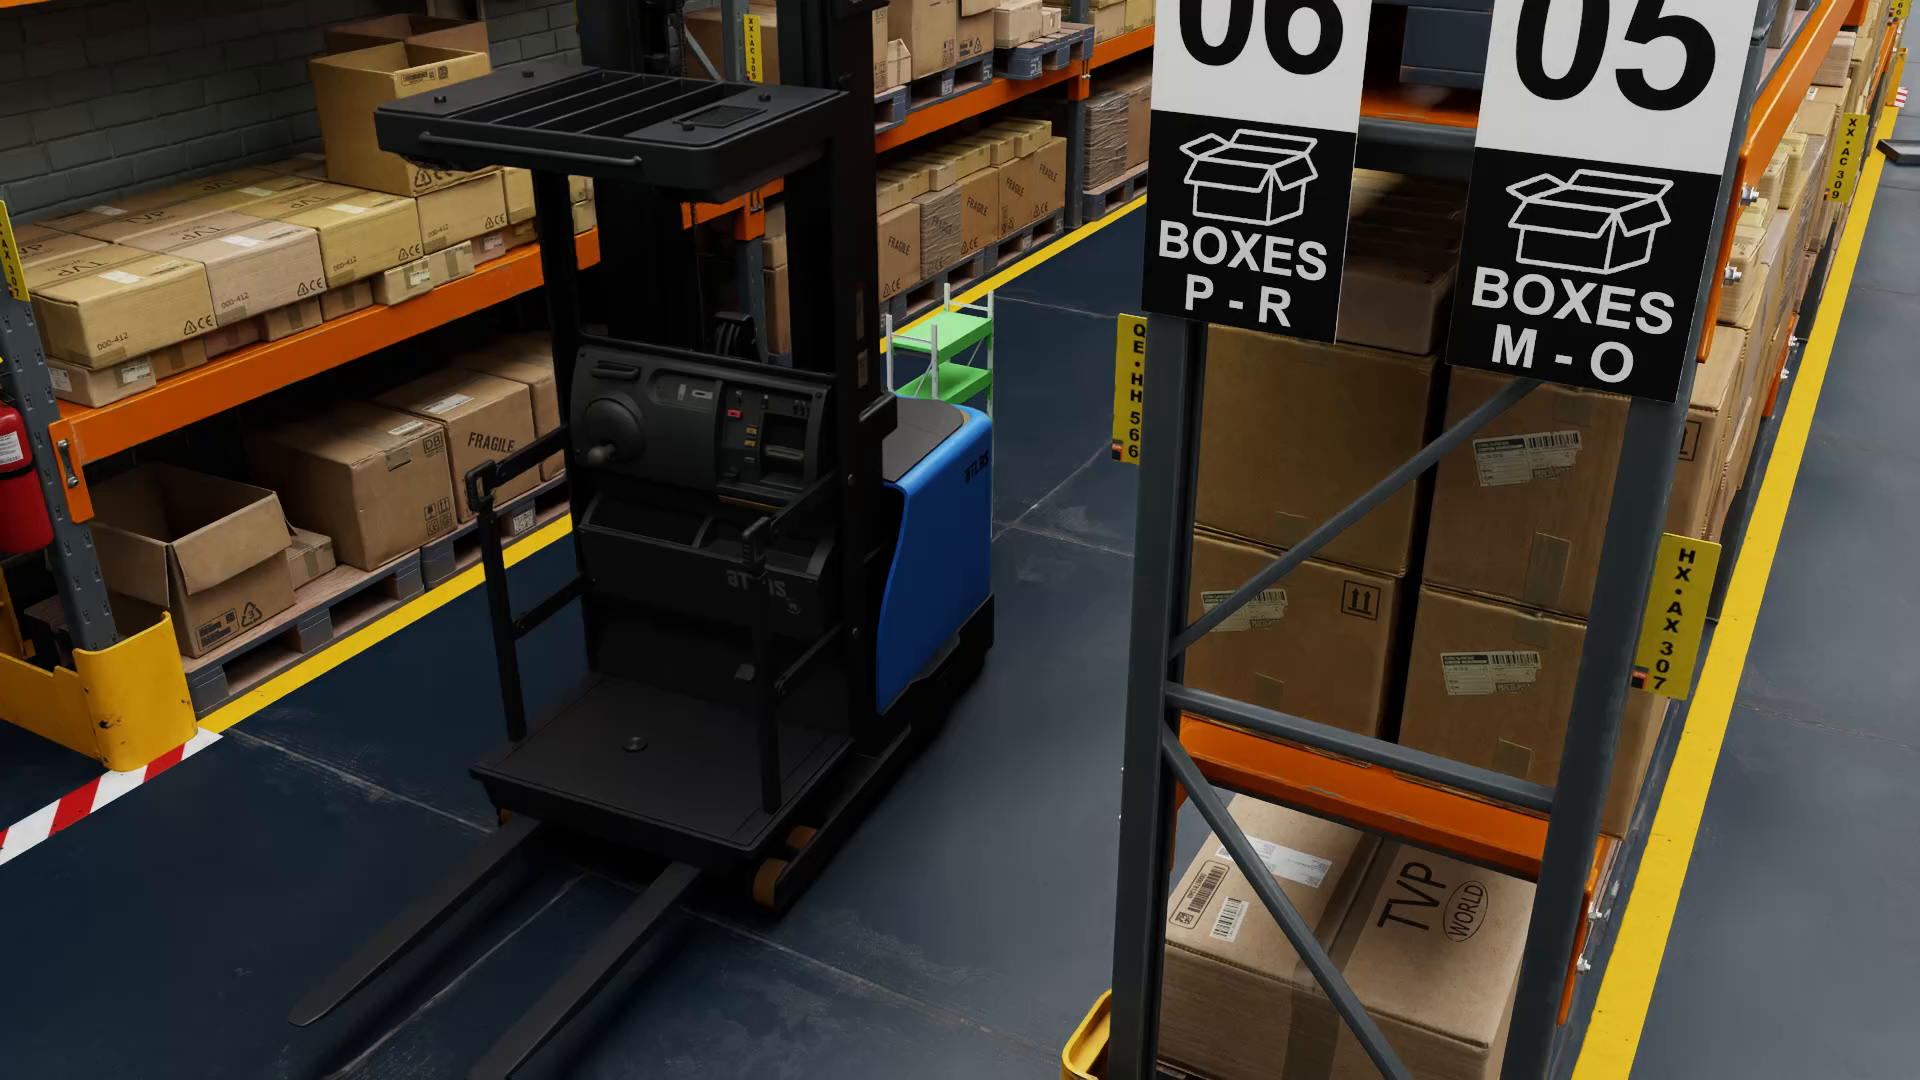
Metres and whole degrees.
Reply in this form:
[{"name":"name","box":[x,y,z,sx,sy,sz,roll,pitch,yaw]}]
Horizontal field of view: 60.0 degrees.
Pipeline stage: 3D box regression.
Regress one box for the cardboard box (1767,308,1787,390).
[{"name":"cardboard box","box":[2.547,-0.723,5.732,0.500,0.500,0.500,13,30,25]}]

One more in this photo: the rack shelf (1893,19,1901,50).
[{"name":"rack shelf","box":[7.721,-4.693,14.578,1.077,0.370,4.000,14,30,26]}]

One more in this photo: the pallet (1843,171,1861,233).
[{"name":"pallet","box":[6.355,-2.684,12.877,1.003,0.211,1.213,14,30,26]}]

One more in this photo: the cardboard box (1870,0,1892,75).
[{"name":"cardboard box","box":[4.497,-2.707,8.578,0.500,0.500,0.500,15,30,27]}]

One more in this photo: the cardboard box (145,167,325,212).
[{"name":"cardboard box","box":[-2.992,-1.346,6.924,0.500,0.250,0.500,15,30,28]}]

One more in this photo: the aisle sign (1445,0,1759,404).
[{"name":"aisle sign","box":[1.051,-0.629,2.752,0.394,0.787,0.004,14,30,26]}]

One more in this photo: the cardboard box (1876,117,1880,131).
[{"name":"cardboard box","box":[7.515,-3.574,14.142,0.500,0.250,0.500,16,31,29]}]

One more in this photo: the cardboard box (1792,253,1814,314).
[{"name":"cardboard box","box":[3.248,-1.164,6.891,0.500,0.250,0.500,13,30,25]}]

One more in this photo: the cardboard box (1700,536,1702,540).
[{"name":"cardboard box","box":[1.544,0.070,4.148,0.500,0.500,0.500,14,30,25]}]

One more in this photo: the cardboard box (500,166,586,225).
[{"name":"cardboard box","box":[-2.051,-1.633,7.496,0.500,0.250,0.500,14,30,26]}]

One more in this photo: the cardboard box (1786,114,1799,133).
[{"name":"cardboard box","box":[2.135,-1.126,4.695,0.380,0.149,0.250,14,30,26]}]

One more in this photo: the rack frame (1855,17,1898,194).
[{"name":"rack frame","box":[6.737,-4.235,12.859,1.000,3.000,0.127,14,30,26]}]

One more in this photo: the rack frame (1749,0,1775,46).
[{"name":"rack frame","box":[0.834,-2.241,2.174,1.000,3.000,0.127,14,30,26]}]

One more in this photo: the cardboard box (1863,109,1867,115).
[{"name":"cardboard box","box":[4.509,-2.152,8.866,0.500,0.250,0.500,15,30,27]}]

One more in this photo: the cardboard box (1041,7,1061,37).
[{"name":"cardboard box","box":[0.457,-3.503,11.208,0.380,0.149,0.250,15,30,27]}]

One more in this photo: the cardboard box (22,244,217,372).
[{"name":"cardboard box","box":[-3.032,-0.834,5.899,0.500,0.250,0.500,14,30,26]}]

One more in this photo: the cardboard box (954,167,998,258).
[{"name":"cardboard box","box":[-0.086,-2.228,11.174,0.500,0.500,0.500,16,31,28]}]

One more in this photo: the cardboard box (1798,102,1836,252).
[{"name":"cardboard box","box":[2.553,-1.169,5.505,0.500,0.500,0.500,14,30,25]}]

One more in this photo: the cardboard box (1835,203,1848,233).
[{"name":"cardboard box","box":[5.790,-2.491,11.841,0.950,0.372,0.625,15,30,28]}]

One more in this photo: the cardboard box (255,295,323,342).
[{"name":"cardboard box","box":[-2.728,-0.910,6.497,0.380,0.149,0.250,15,30,28]}]

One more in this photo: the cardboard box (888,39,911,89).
[{"name":"cardboard box","box":[-0.504,-2.794,9.661,0.396,0.266,0.258,16,31,29]}]

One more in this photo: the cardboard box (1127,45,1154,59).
[{"name":"cardboard box","box":[1.778,-3.946,14.466,0.875,0.625,0.625,14,30,26]}]

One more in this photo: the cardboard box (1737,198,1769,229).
[{"name":"cardboard box","box":[1.658,-0.718,3.880,0.380,0.149,0.250,13,29,24]}]

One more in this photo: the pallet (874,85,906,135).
[{"name":"pallet","box":[-1.034,-2.410,9.429,1.003,0.211,1.213,14,30,26]}]

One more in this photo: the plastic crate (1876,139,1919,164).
[{"name":"plastic crate","box":[8.223,-3.361,14.375,0.402,0.080,0.583,4,27,8]}]

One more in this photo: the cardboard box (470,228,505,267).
[{"name":"cardboard box","box":[-2.234,-1.319,7.315,0.380,0.149,0.250,14,30,26]}]

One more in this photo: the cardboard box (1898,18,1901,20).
[{"name":"cardboard box","box":[7.171,-4.175,13.020,0.380,0.149,0.250,14,30,26]}]

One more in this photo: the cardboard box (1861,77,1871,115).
[{"name":"cardboard box","box":[4.269,-2.183,8.370,0.500,0.250,0.500,13,30,25]}]

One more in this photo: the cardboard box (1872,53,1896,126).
[{"name":"cardboard box","box":[7.262,-3.699,13.554,0.500,0.500,0.500,16,31,28]}]

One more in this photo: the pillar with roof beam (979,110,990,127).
[{"name":"pillar with roof beam","box":[4.050,-6.209,10.101,9.100,9.000,0.400,14,30,26]}]

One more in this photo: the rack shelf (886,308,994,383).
[{"name":"rack shelf","box":[-0.081,-0.844,7.166,0.258,0.148,0.480,14,30,26]}]

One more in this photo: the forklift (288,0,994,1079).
[{"name":"forklift","box":[-0.932,-0.337,5.149,1.130,2.935,3.031,11,29,22]}]

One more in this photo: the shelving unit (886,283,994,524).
[{"name":"shelving unit","box":[-0.081,-0.472,7.353,0.258,1.200,0.503,14,30,26]}]

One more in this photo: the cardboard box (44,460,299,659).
[{"name":"cardboard box","box":[-3.106,0.061,6.597,0.797,0.503,0.637,13,29,24]}]

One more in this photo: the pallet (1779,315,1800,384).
[{"name":"pallet","box":[4.316,-1.139,9.789,1.003,0.211,1.213,14,30,26]}]

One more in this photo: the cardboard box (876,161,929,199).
[{"name":"cardboard box","box":[-0.419,-2.285,10.561,0.380,0.149,0.250,14,30,26]}]

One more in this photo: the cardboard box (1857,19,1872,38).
[{"name":"cardboard box","box":[3.494,-1.922,7.009,0.500,0.500,0.500,14,30,26]}]

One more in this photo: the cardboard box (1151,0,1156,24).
[{"name":"cardboard box","box":[1.376,-4.217,12.991,0.500,0.250,0.500,13,29,24]}]

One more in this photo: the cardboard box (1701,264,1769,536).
[{"name":"cardboard box","box":[1.566,-0.378,3.925,0.500,0.500,0.500,13,30,25]}]

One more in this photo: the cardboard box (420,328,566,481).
[{"name":"cardboard box","box":[-2.141,-0.667,8.054,0.700,0.500,0.500,13,29,24]}]

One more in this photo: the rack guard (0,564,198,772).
[{"name":"rack guard","box":[-3.452,0.438,6.316,1.175,0.500,0.348,14,30,26]}]

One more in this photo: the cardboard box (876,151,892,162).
[{"name":"cardboard box","box":[-0.672,-2.478,10.947,0.380,0.149,0.250,14,30,26]}]

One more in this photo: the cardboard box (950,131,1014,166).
[{"name":"cardboard box","box":[0.148,-2.674,11.339,0.380,0.149,0.250,13,29,24]}]

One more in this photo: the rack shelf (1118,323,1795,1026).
[{"name":"rack shelf","box":[1.817,-0.016,5.235,1.077,0.370,4.000,14,30,26]}]

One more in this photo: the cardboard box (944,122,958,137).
[{"name":"cardboard box","box":[-0.236,-2.896,11.782,0.380,0.149,0.250,15,30,28]}]

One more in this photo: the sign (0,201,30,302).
[{"name":"sign","box":[-3.017,-0.918,5.265,0.100,0.325,0.005,14,30,26]}]

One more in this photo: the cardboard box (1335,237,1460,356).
[{"name":"cardboard box","box":[0.836,-0.524,3.493,0.380,0.149,0.250,15,30,27]}]

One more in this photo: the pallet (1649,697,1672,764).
[{"name":"pallet","box":[2.359,0.409,6.698,1.003,0.211,1.213,14,30,26]}]

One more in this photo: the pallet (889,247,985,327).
[{"name":"pallet","box":[-0.556,-1.765,11.039,1.003,0.211,1.213,14,30,26]}]

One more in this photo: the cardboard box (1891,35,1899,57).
[{"name":"cardboard box","box":[7.376,-4.025,13.479,0.380,0.149,0.250,15,30,27]}]
